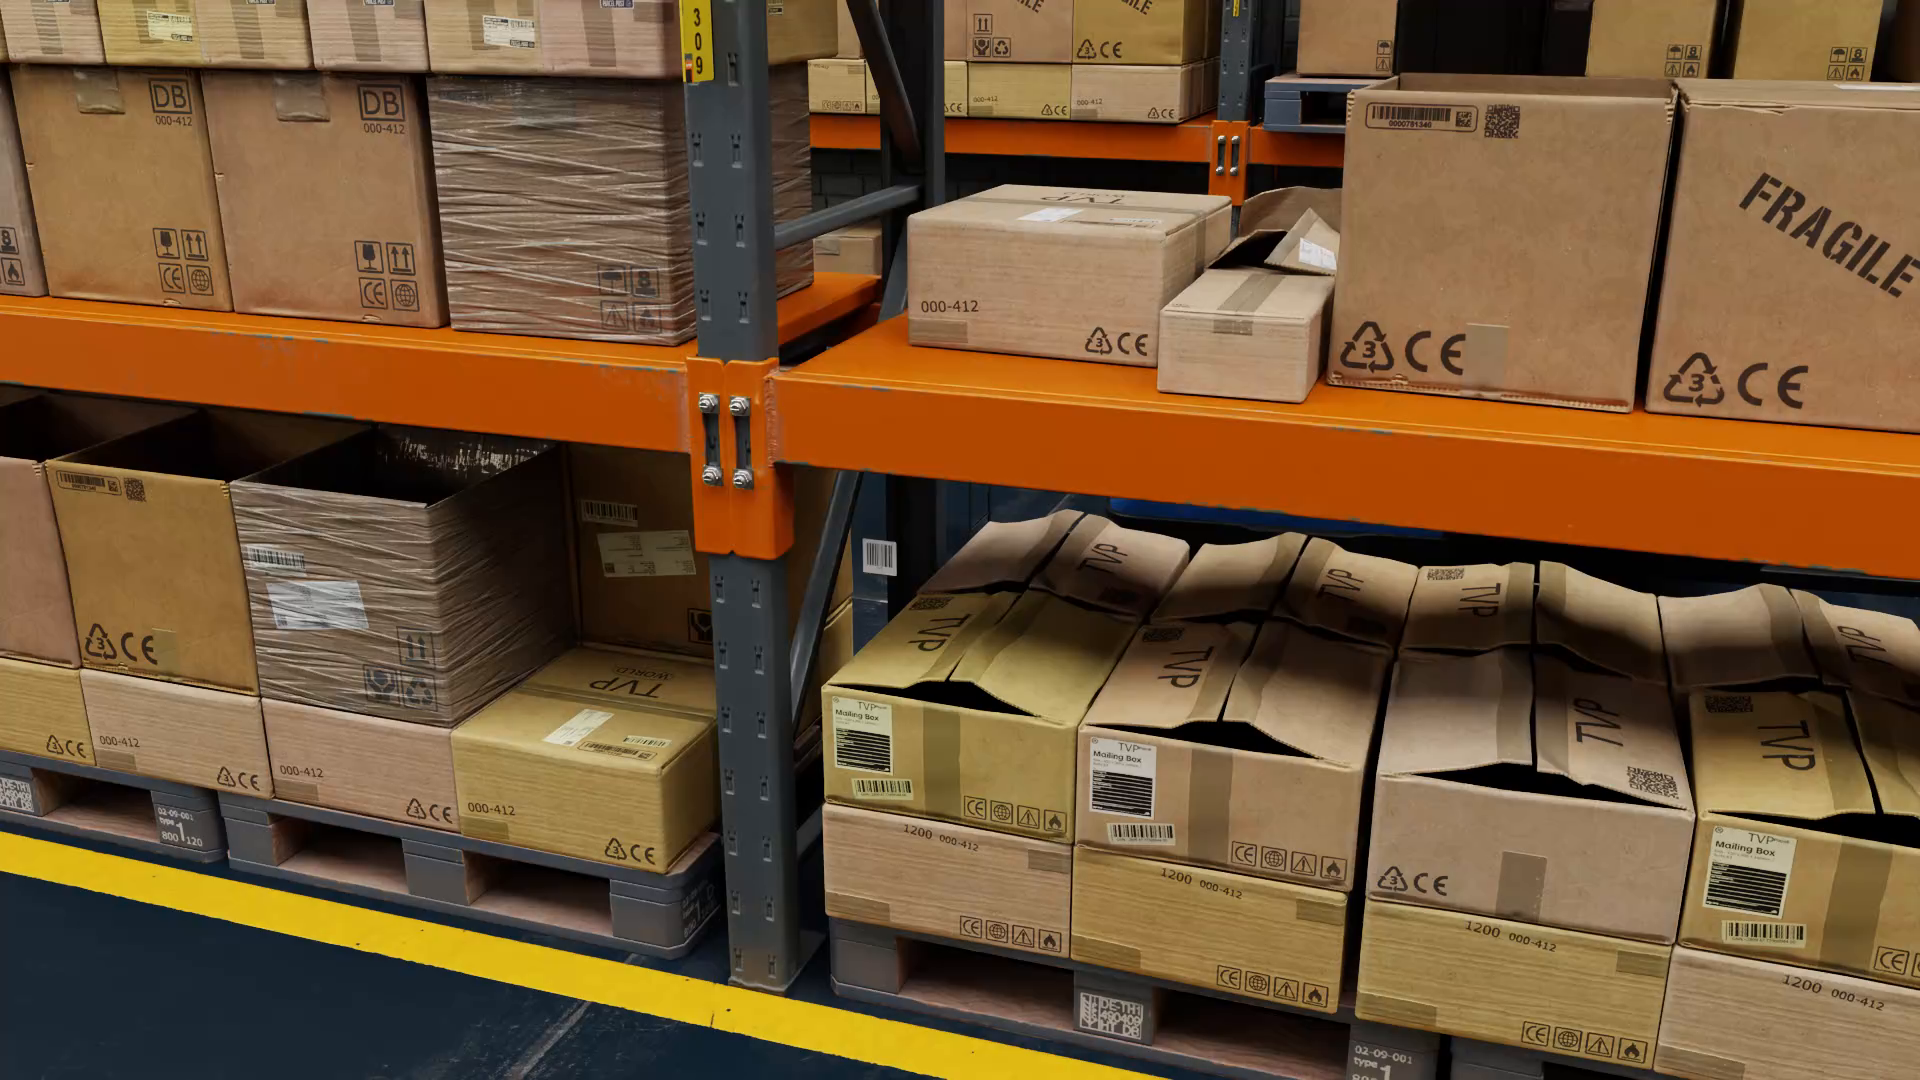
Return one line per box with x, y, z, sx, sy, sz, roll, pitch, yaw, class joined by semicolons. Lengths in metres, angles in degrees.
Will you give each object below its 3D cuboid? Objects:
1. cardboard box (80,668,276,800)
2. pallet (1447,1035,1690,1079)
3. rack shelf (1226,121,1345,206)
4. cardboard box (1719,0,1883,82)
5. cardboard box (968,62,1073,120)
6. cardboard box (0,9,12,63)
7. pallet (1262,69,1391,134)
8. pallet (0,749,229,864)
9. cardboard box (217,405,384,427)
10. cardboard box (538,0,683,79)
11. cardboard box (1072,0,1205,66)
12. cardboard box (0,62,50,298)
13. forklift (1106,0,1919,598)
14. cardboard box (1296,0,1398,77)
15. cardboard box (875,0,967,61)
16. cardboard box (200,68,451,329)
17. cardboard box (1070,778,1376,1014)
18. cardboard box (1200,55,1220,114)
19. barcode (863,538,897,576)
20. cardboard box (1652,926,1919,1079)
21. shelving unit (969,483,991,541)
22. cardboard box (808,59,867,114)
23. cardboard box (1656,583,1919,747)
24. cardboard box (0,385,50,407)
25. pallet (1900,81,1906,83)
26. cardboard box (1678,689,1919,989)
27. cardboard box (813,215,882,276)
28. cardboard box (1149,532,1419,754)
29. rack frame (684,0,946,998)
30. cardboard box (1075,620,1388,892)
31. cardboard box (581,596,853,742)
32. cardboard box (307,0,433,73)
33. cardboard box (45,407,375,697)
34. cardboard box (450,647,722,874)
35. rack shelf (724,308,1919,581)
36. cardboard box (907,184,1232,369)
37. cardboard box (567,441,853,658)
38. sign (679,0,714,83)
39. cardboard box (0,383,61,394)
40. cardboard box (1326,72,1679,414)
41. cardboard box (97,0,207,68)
-1.710;0.367;4.005;0.500;0.250;0.500;7;20;18;cardboard box
1.611;0.871;3.256;1.213;0.211;1.003;7;20;18;pallet
3.257;-1.629;7.286;4.000;0.370;1.077;7;20;18;rack shelf
3.515;-2.183;6.962;0.500;0.500;0.700;7;20;18;cardboard box
0.353;-2.137;7.847;0.500;0.250;0.500;7;20;18;cardboard box
-2.032;-1.126;3.612;0.250;0.149;0.380;7;20;20;cardboard box
2.042;-1.967;7.452;1.213;0.211;1.003;7;20;18;pallet
-2.148;0.442;4.487;1.213;0.211;1.003;7;20;18;pallet
-1.534;-0.154;4.360;0.500;0.500;0.500;7;20;18;cardboard box
-0.581;-0.961;3.137;0.250;0.149;0.380;7;20;18;cardboard box
0.820;-2.433;7.556;0.500;0.500;0.500;6;20;18;cardboard box
-2.133;-0.903;3.957;0.500;0.500;0.700;7;20;20;cardboard box
2.051;-1.225;5.137;3.031;2.935;1.130;4;20;13;forklift
1.838;-2.374;7.510;0.500;0.500;0.700;7;20;18;cardboard box
-0.126;-2.542;7.871;0.500;0.500;0.500;6;20;16;cardboard box
-1.176;-0.792;3.640;0.500;0.500;0.700;6;20;17;cardboard box
0.528;0.632;3.245;0.500;0.250;0.500;7;20;19;cardboard box
0.994;-2.241;8.145;0.500;0.250;0.500;7;20;19;cardboard box
-0.150;0.032;3.098;0.075;0.075;0.001;7;20;18;barcode
1.498;0.742;2.929;0.500;0.250;0.500;7;20;19;cardboard box
-0.014;-0.568;5.883;0.189;1.200;0.258;7;20;18;shelving unit
-0.603;-2.240;8.144;0.500;0.250;0.500;7;20;19;cardboard box
1.660;0.310;3.317;0.500;0.311;0.500;6;20;17;cardboard box
-2.650;-0.100;4.206;0.500;0.500;0.500;7;20;18;cardboard box
4.438;-1.706;6.705;1.003;0.211;1.213;7;20;18;pallet
1.507;0.479;2.833;0.500;0.311;0.500;7;20;20;cardboard box
-0.571;-1.385;8.622;0.500;0.500;0.700;5;20;15;cardboard box
0.716;0.200;3.633;0.500;0.311;0.500;7;20;20;cardboard box
-0.254;-0.644;3.367;0.127;3.000;1.000;7;20;18;rack frame
0.526;0.369;3.148;0.500;0.311;0.500;6;20;17;cardboard box
-0.593;0.311;4.165;0.500;0.250;0.500;7;20;18;cardboard box
-1.062;-1.015;3.295;0.250;0.149;0.380;6;20;16;cardboard box
-1.706;0.009;3.893;0.500;0.500;0.500;7;20;18;cardboard box
-0.764;0.474;3.700;0.500;0.250;0.500;7;20;18;cardboard box
1.635;-0.089;2.866;4.000;0.370;1.077;7;20;18;rack shelf
0.225;-0.534;3.278;0.500;0.250;0.500;8;21;21;cardboard box
-0.589;-0.046;4.050;0.500;0.500;0.500;7;20;18;cardboard box
-0.435;-0.918;2.716;0.005;0.325;0.100;7;20;18;sign
-2.479;-0.262;4.669;0.500;0.500;0.500;7;20;18;cardboard box
0.964;-0.547;2.935;0.500;0.500;0.500;8;21;22;cardboard box
-1.542;-1.071;3.454;0.250;0.149;0.380;6;20;18;cardboard box
